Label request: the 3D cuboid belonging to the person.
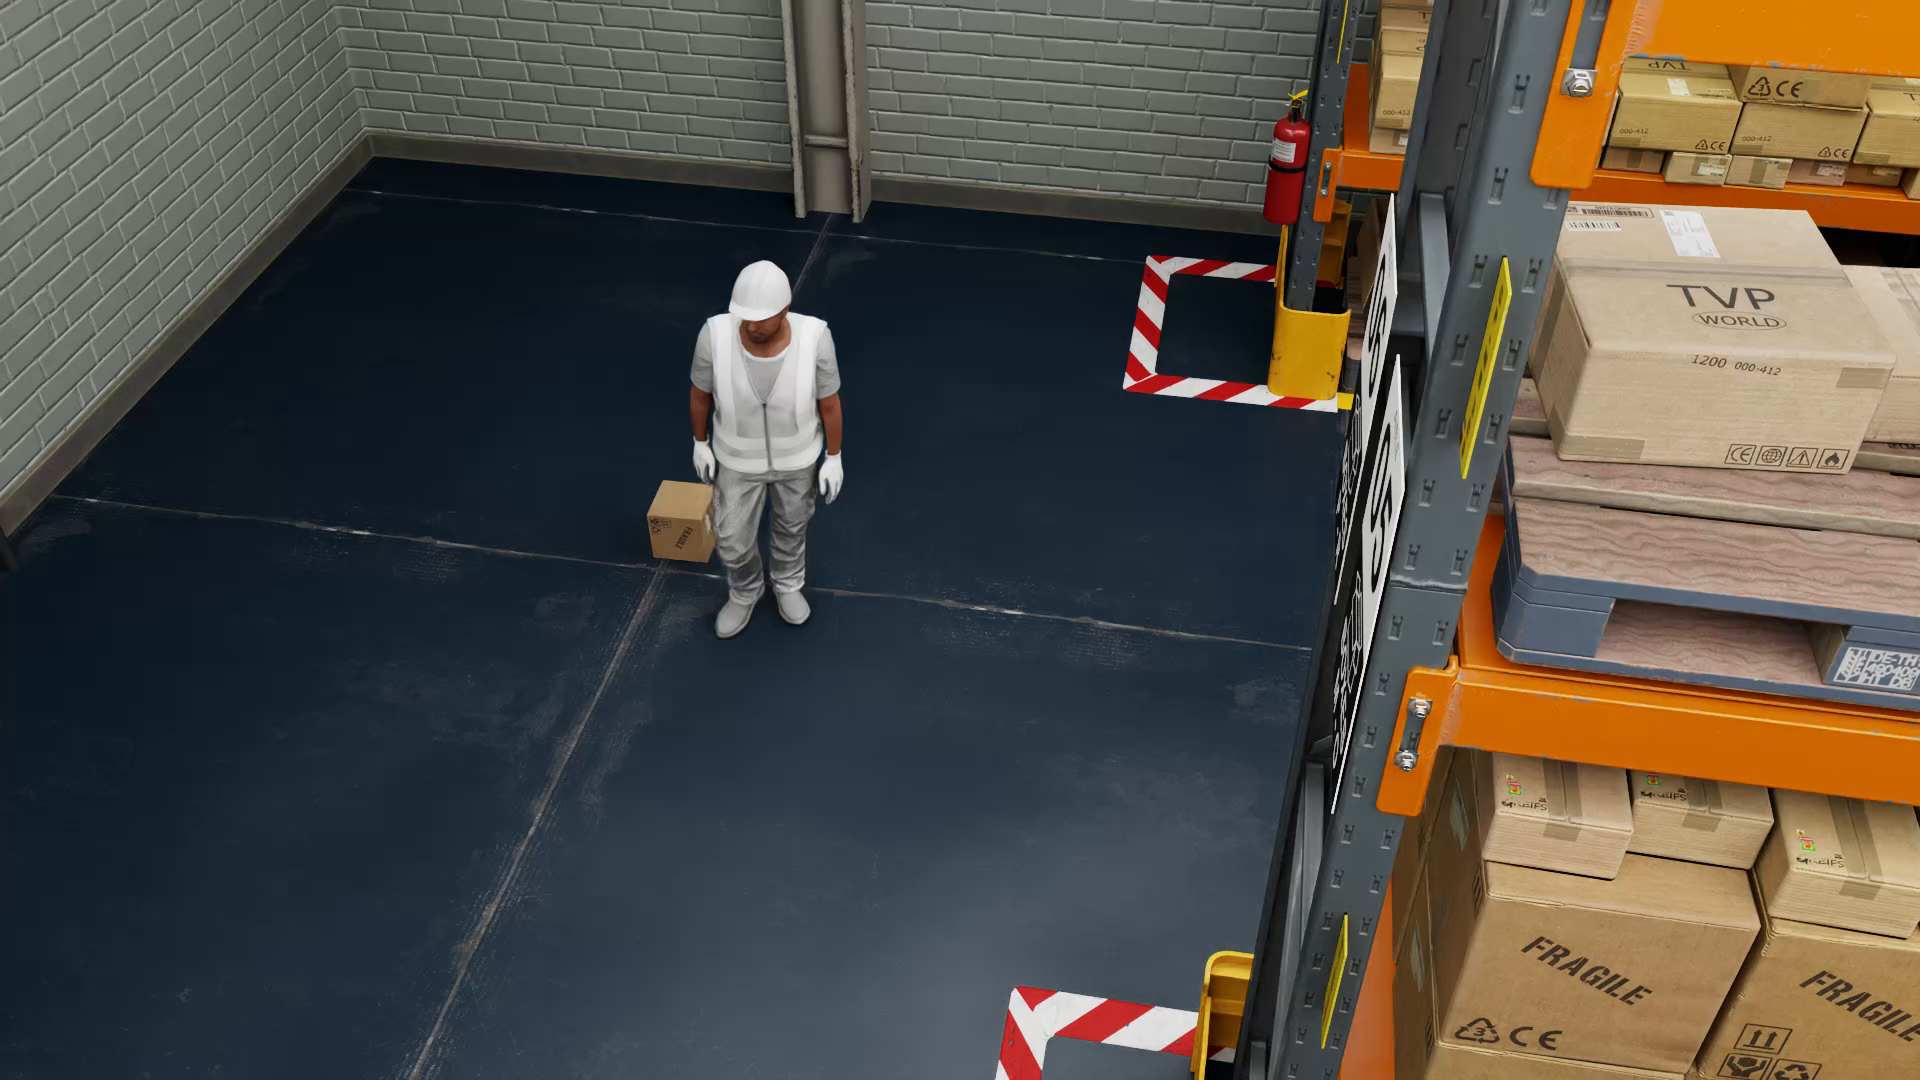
[{"bbox_3d":[-0.749,-0.341,6.508,0.592,1.771,0.462,-7,41,-8],"label":"person"}]
